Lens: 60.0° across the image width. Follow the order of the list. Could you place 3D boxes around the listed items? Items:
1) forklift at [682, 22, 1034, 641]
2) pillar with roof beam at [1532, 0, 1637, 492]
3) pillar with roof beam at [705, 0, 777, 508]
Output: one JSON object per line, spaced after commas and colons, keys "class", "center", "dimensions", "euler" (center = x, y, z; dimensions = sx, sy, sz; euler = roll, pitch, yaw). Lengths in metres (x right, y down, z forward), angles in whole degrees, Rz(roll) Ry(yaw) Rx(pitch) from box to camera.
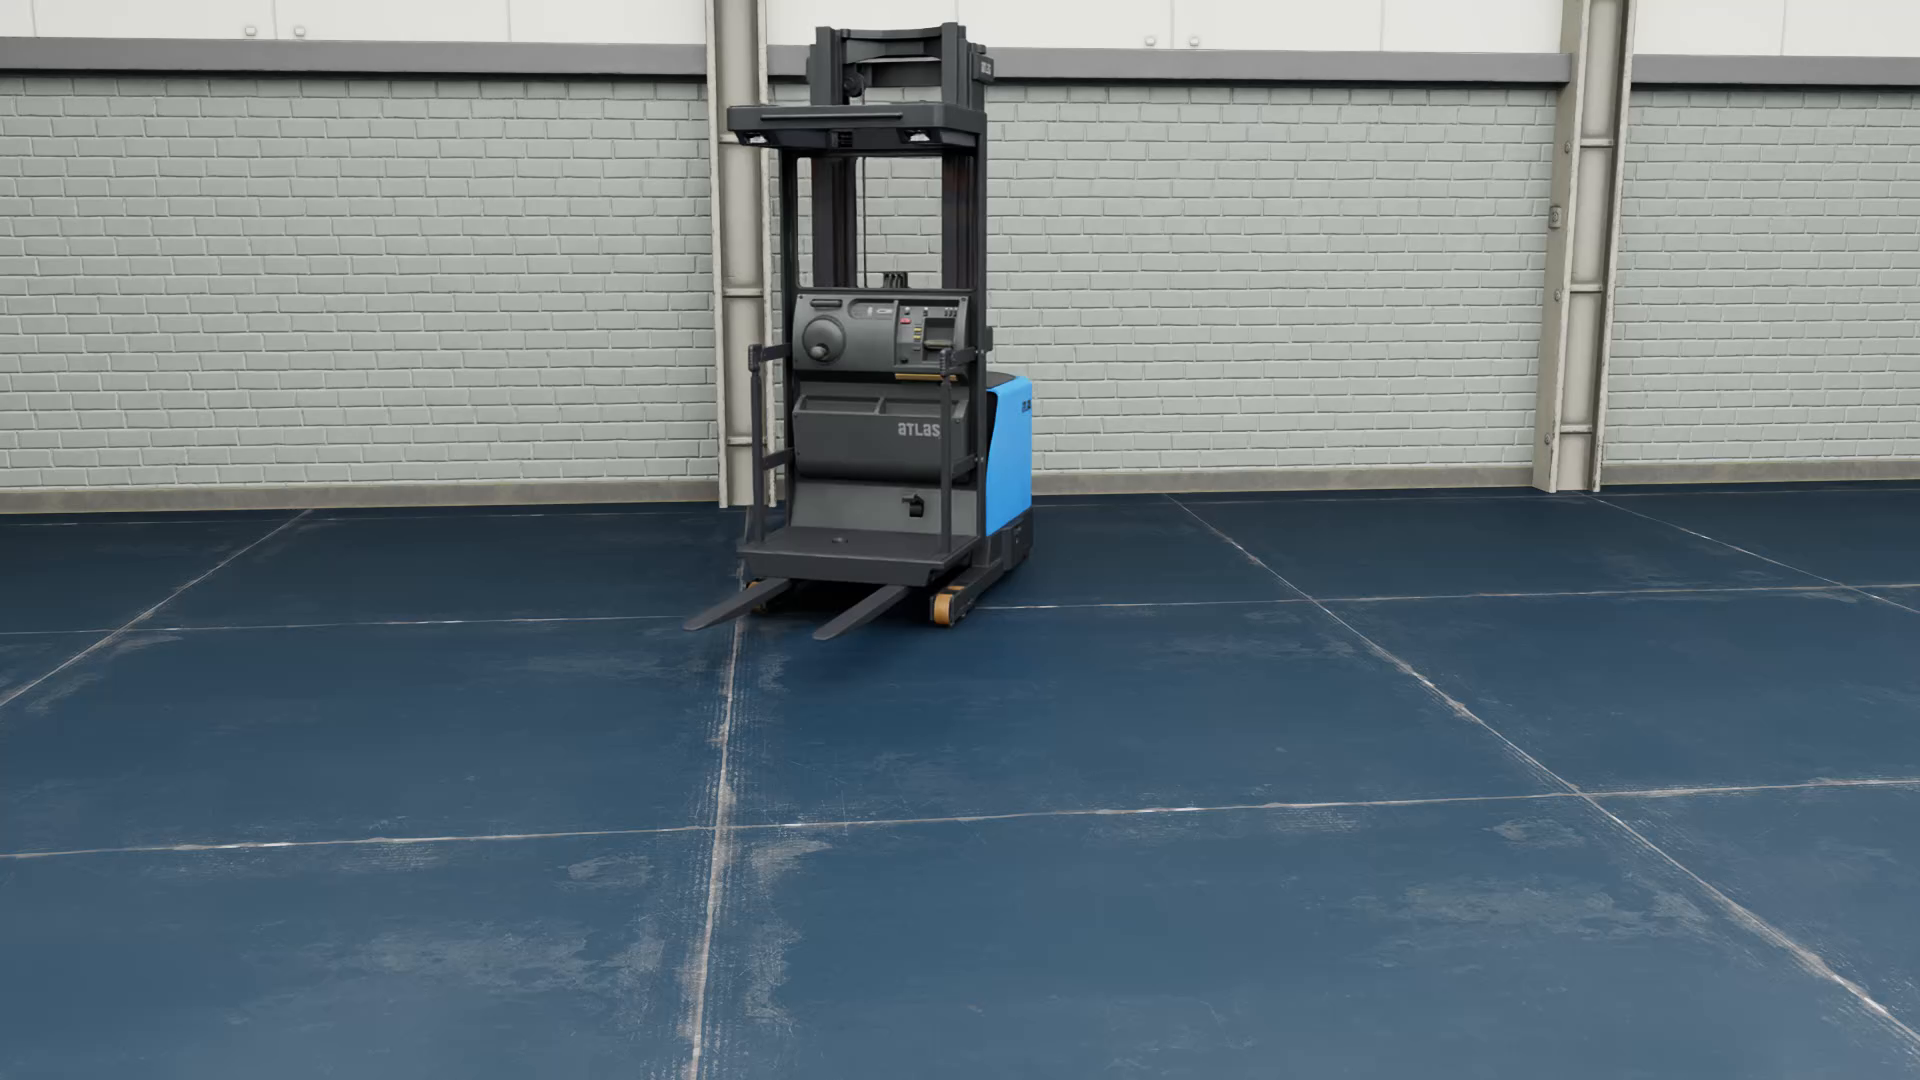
{"class": "forklift", "center": [-0.469, -1.095, 8.340], "dimensions": [1.130, 2.935, 3.031], "euler": [3, 12, 16]}
{"class": "pillar with roof beam", "center": [4.944, -3.972, 7.242], "dimensions": [0.400, 9.000, 9.100], "euler": [-1, 11, -6]}
{"class": "pillar with roof beam", "center": [-1.021, -3.847, 6.606], "dimensions": [0.400, 9.000, 9.100], "euler": [-1, 11, -6]}
